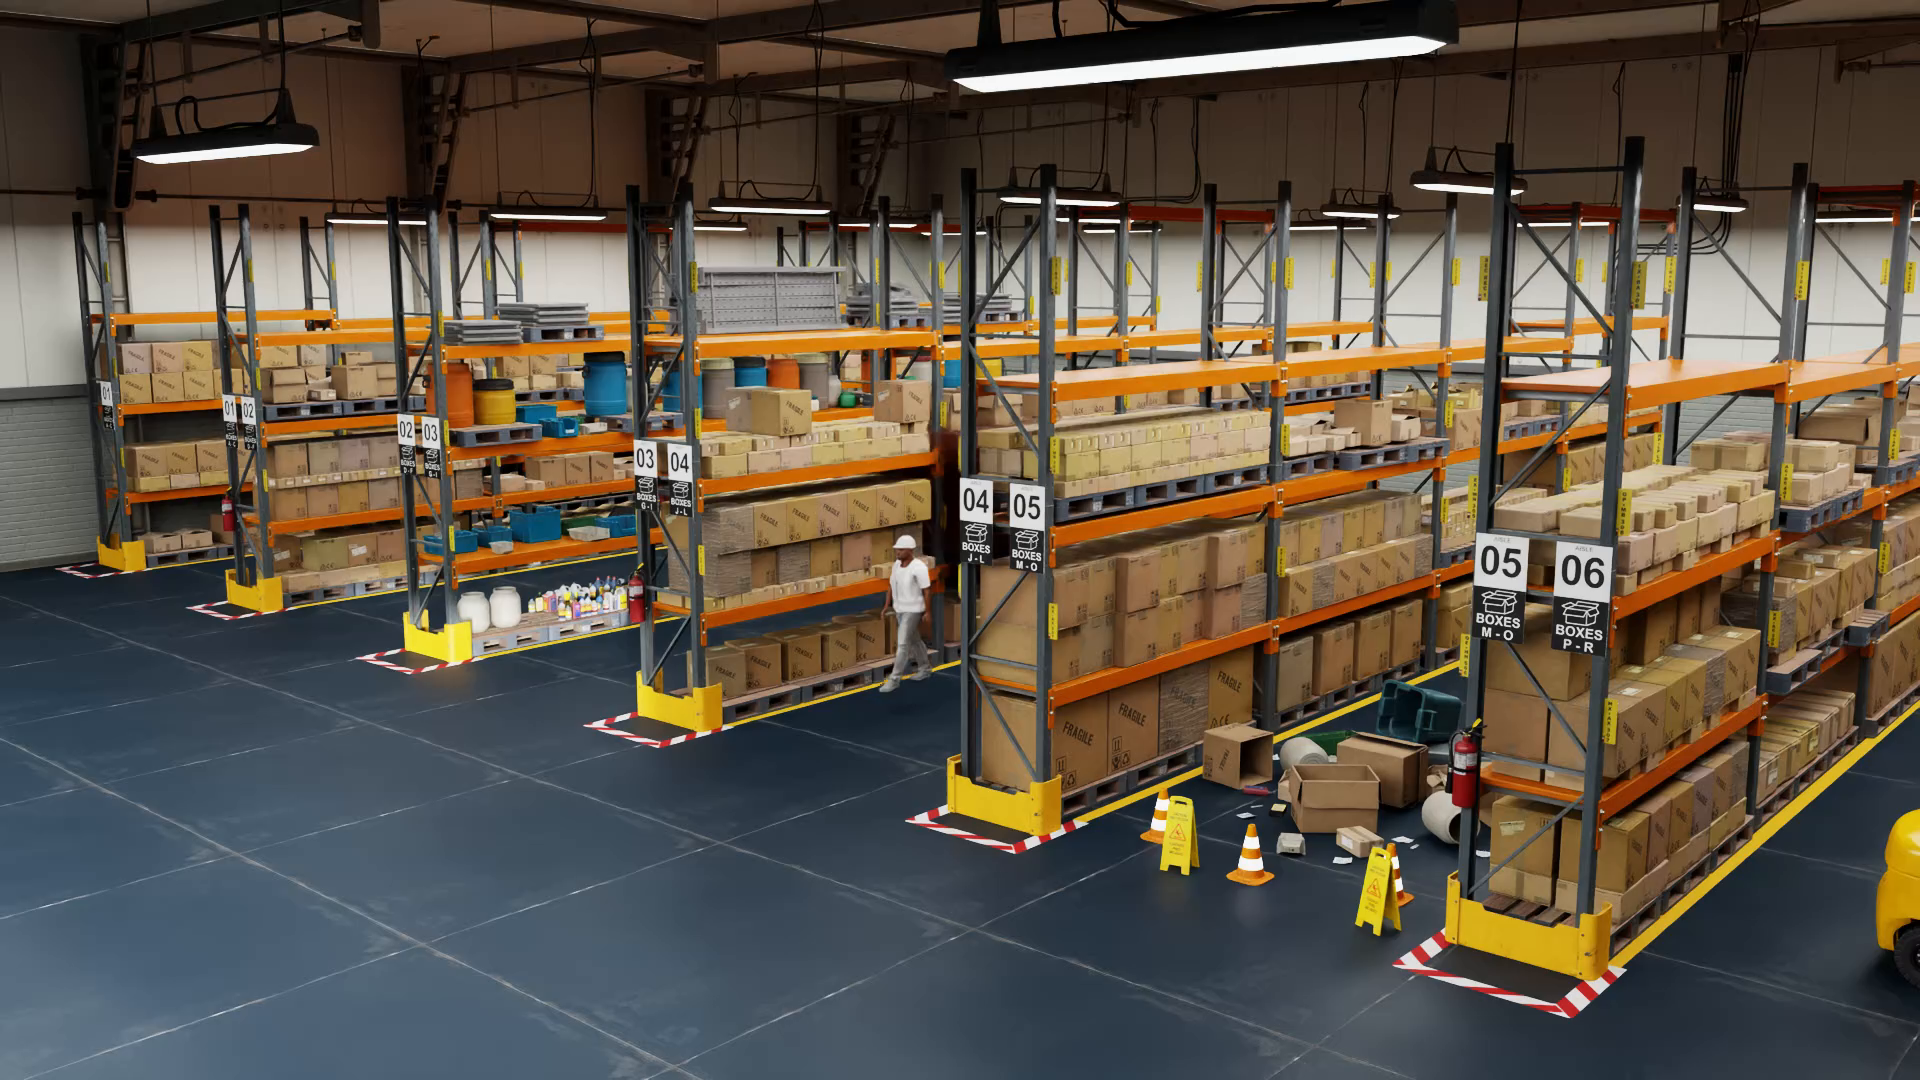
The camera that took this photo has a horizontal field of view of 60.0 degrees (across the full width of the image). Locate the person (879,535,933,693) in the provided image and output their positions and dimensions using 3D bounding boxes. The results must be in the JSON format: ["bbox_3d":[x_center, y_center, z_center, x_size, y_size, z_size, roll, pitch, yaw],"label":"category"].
[{"bbox_3d":[-0.666,0.810,19.203,0.874,1.728,0.600,-6,11,-34],"label":"person"}]
